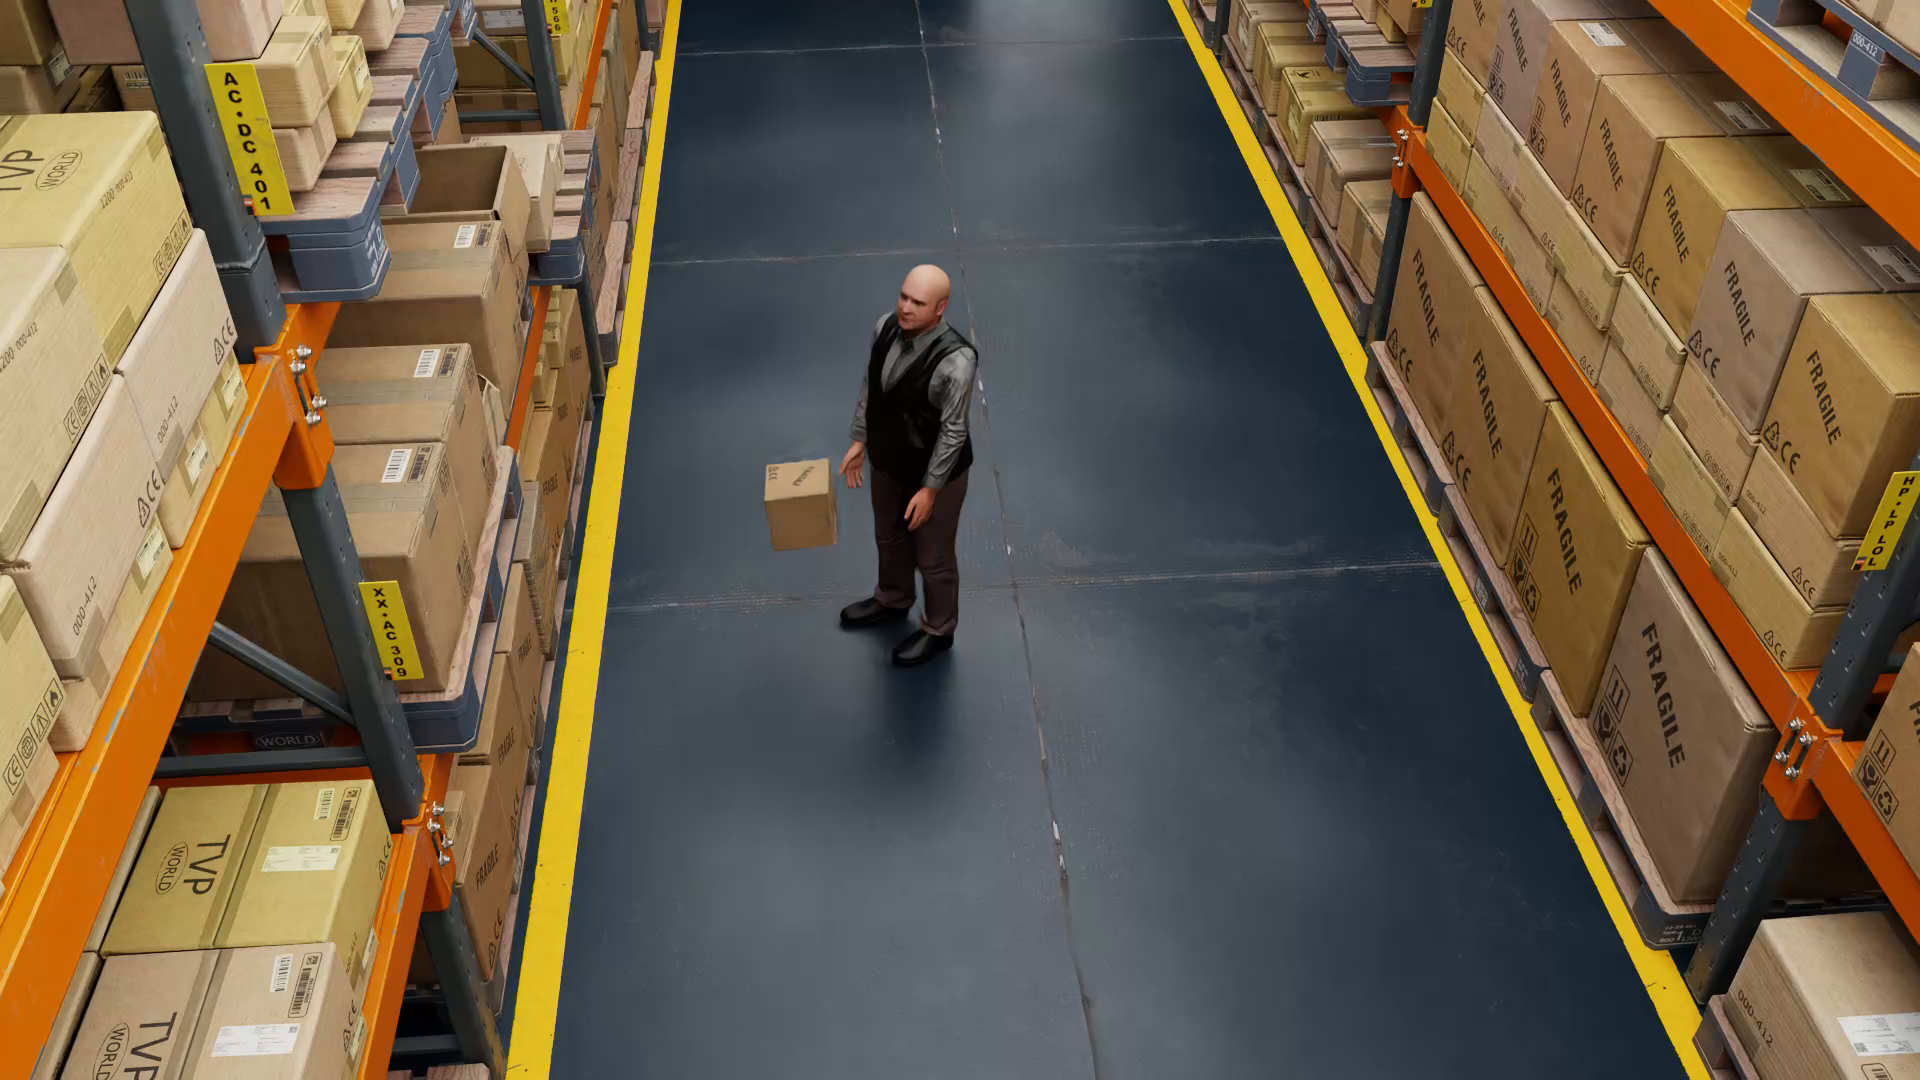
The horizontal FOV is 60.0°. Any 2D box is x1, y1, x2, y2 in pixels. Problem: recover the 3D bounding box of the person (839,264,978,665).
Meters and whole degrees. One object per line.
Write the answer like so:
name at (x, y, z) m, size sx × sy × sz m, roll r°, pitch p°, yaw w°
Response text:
person at (-0.199, -0.279, 6.493) m, size 0.429 × 1.733 × 0.579 m, roll -29°, pitch 47°, yaw -31°
